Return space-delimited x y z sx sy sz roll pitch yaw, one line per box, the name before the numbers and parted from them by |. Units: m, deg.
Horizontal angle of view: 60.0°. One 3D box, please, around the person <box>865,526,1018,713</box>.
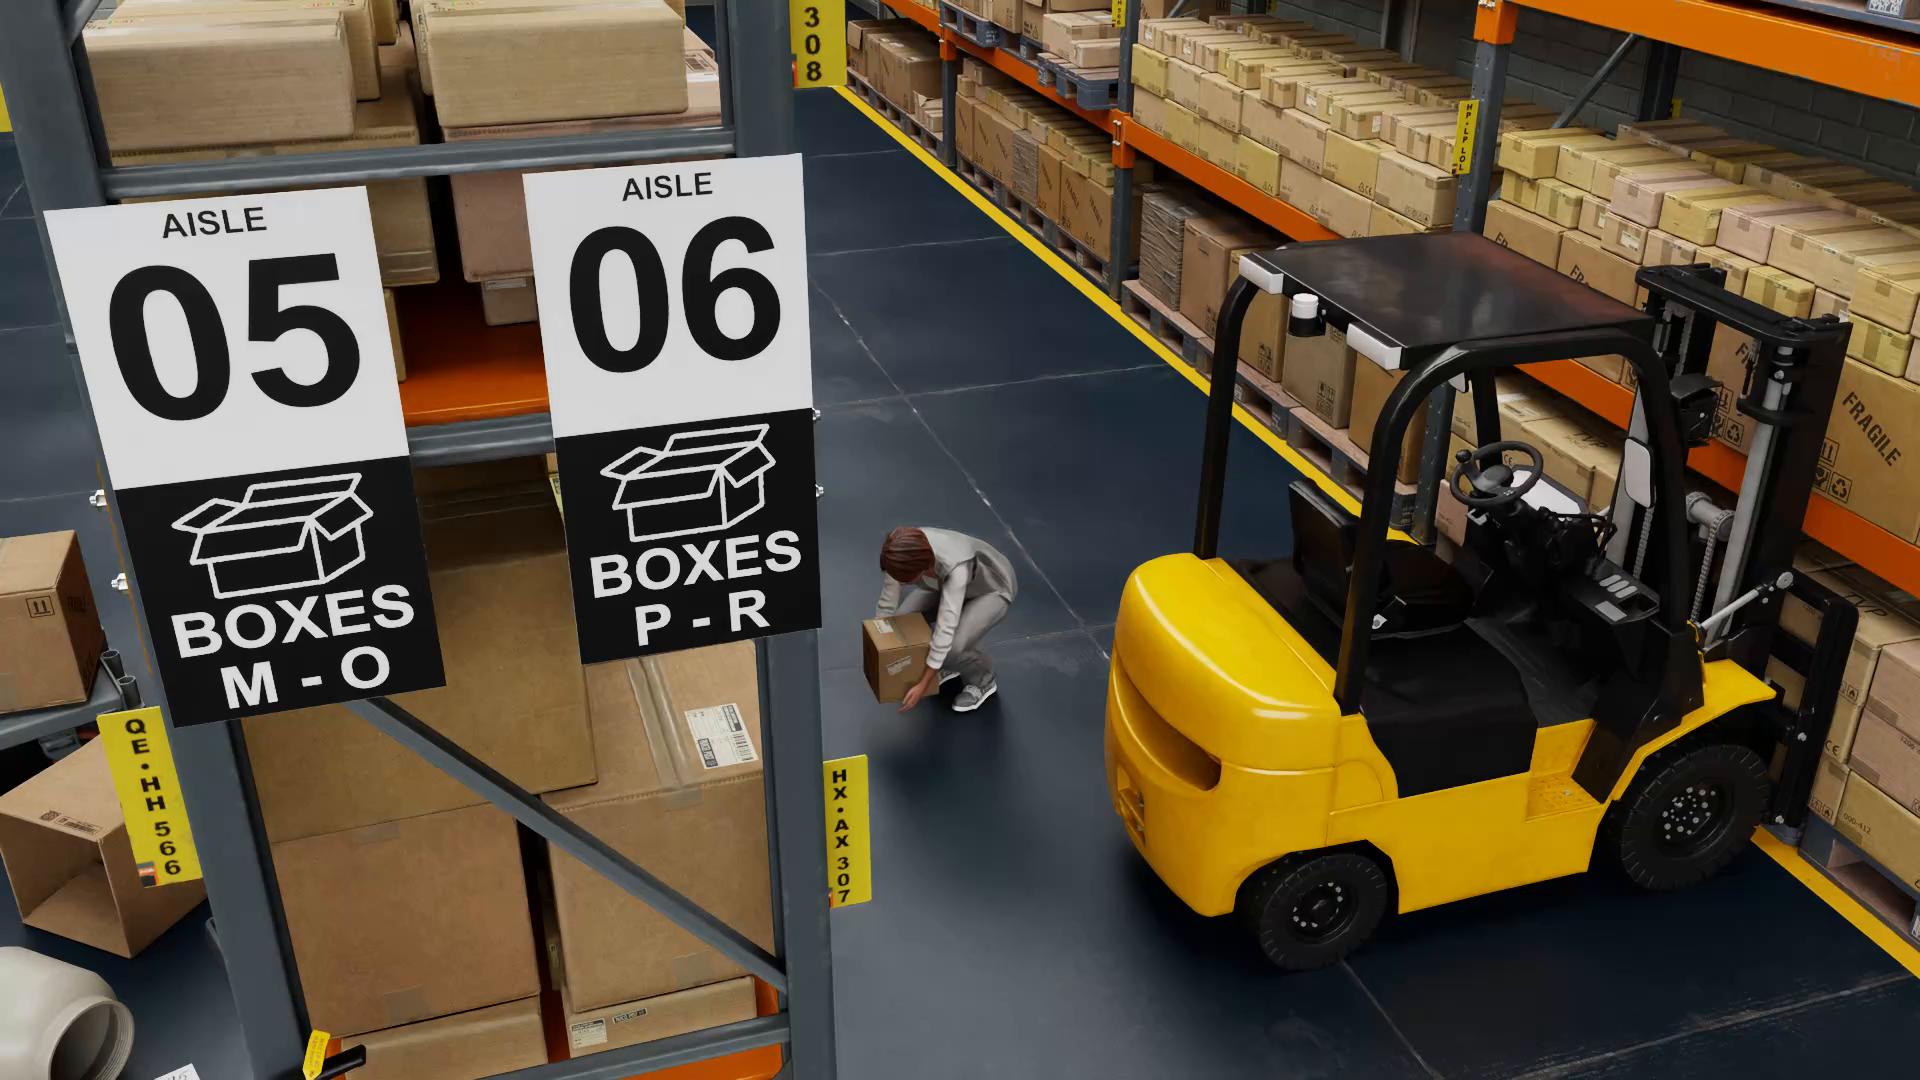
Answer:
person | -0.065 0.275 6.832 0.451 0.925 0.771 22 34 37
